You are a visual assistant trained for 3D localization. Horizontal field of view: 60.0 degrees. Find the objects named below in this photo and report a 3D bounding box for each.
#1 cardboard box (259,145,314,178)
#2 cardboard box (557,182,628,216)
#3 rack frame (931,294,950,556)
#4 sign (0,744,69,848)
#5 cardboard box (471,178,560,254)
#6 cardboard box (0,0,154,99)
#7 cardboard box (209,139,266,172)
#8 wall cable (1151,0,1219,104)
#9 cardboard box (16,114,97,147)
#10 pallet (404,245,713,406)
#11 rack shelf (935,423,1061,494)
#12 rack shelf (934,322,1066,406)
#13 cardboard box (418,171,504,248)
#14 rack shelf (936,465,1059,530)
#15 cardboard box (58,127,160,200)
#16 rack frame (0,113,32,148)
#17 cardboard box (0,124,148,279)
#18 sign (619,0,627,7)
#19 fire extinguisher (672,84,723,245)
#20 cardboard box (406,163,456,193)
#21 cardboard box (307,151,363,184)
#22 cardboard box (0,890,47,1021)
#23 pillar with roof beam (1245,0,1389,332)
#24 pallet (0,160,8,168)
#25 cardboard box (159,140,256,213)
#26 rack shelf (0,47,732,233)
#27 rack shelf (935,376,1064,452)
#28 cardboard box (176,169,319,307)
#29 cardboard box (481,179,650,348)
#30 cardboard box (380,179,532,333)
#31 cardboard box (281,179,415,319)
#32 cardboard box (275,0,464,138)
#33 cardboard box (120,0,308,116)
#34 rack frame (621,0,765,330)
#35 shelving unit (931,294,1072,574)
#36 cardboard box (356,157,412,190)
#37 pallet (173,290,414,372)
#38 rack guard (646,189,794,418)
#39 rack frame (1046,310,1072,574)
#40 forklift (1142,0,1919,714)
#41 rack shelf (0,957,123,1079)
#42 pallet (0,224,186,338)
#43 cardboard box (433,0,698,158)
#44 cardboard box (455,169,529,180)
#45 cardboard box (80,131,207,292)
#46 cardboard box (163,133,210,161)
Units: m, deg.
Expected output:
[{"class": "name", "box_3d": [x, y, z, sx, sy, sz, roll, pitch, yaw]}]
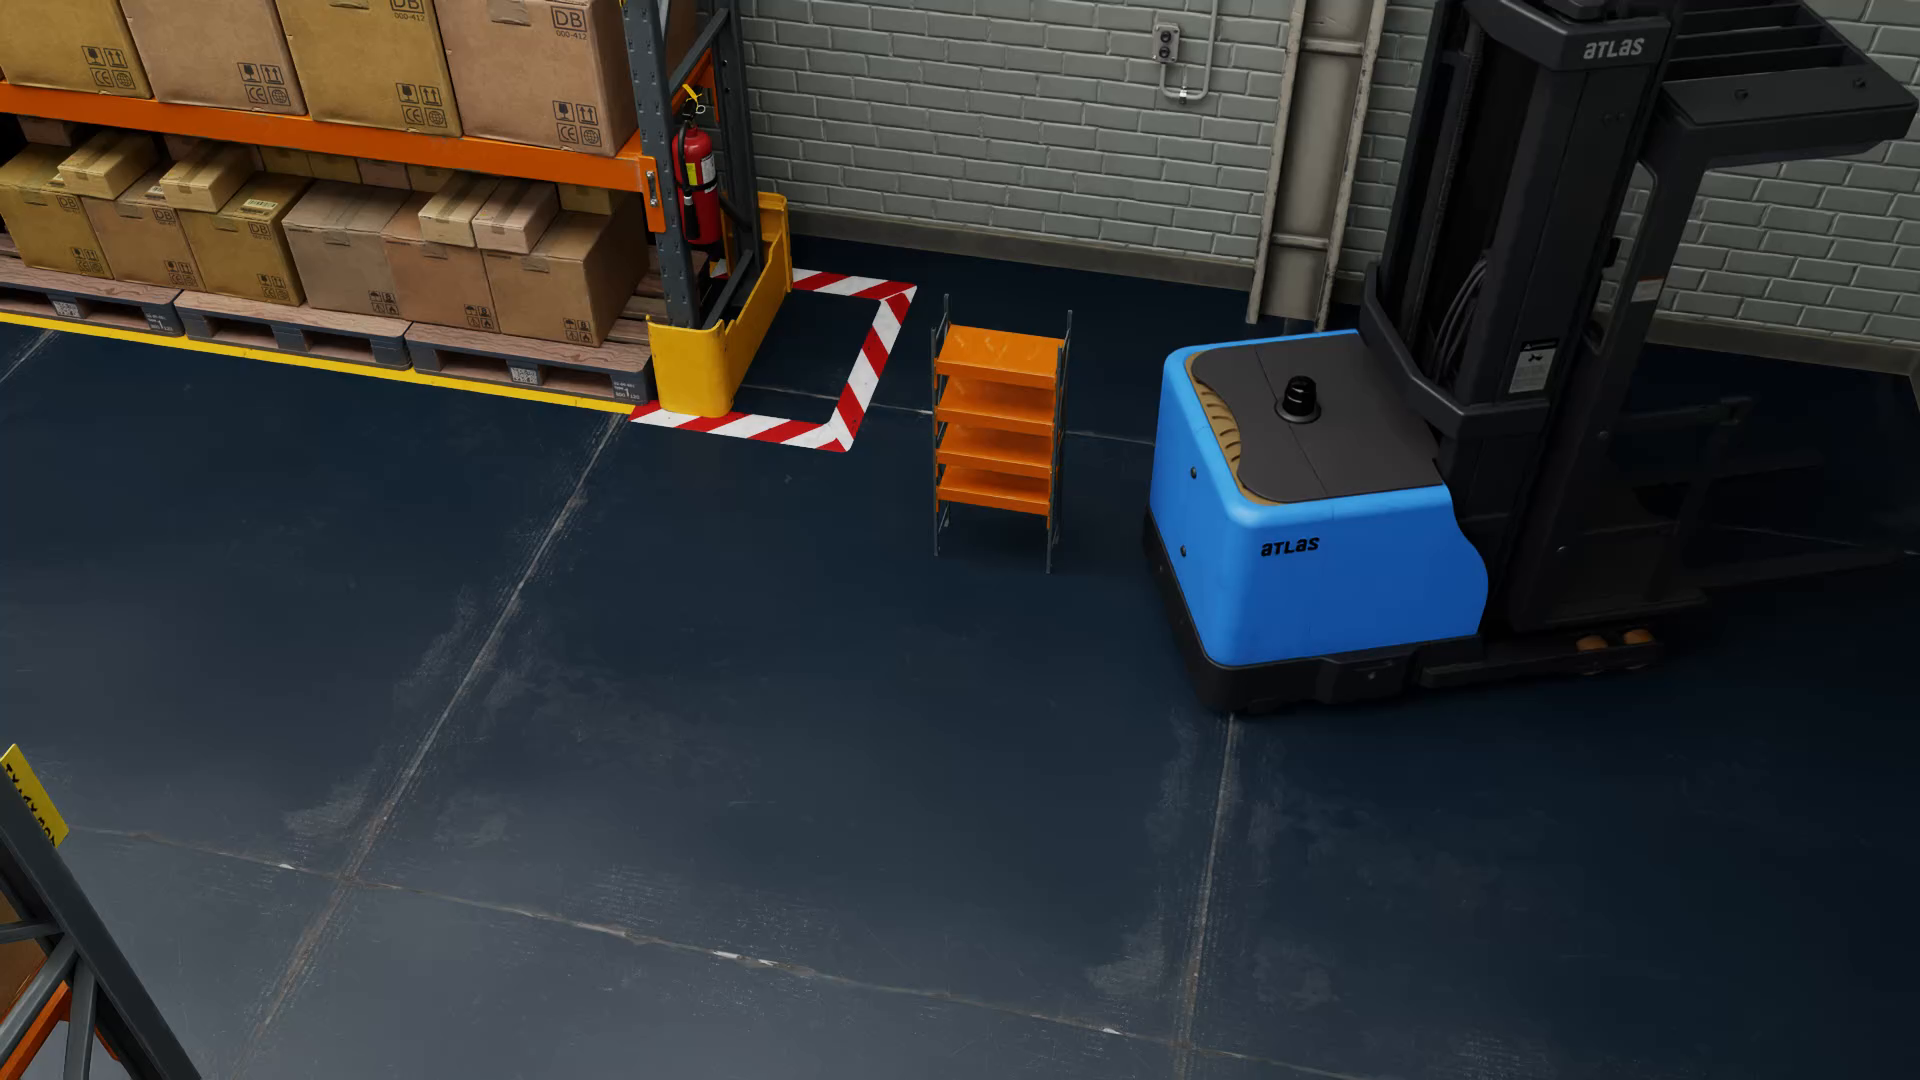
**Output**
[{"class": "cardboard box", "box_3d": [-3.188, -1.937, 8.092, 0.250, 0.149, 0.380, 8, 44, 8]}, {"class": "cardboard box", "box_3d": [-1.703, -1.708, 7.854, 0.250, 0.149, 0.380, 9, 45, 9]}, {"class": "rack frame", "box_3d": [-0.077, -0.444, 6.806, 0.015, 1.200, 0.240, 9, 45, 9]}, {"class": "sign", "box_3d": [-2.124, 0.605, 3.794, 0.005, 0.325, 0.100, 9, 45, 9]}, {"class": "cardboard box", "box_3d": [-2.034, -1.488, 7.625, 0.250, 0.149, 0.380, 8, 45, 9]}, {"class": "cardboard box", "box_3d": [-3.831, -2.575, 7.506, 0.700, 0.700, 0.980, 8, 44, 8]}, {"class": "cardboard box", "box_3d": [-3.440, -1.976, 8.132, 0.250, 0.149, 0.380, 9, 45, 9]}, {"class": "wall cable", "box_3d": [0.292, -2.881, 7.308, 1.851, 1.984, 0.084, 9, 45, 9]}, {"class": "cardboard box", "box_3d": [-4.458, -2.133, 8.295, 0.250, 0.149, 0.380, 9, 45, 9]}, {"class": "pallet", "box_3d": [-1.961, -1.132, 8.234, 1.213, 0.211, 1.003, 9, 45, 9]}, {"class": "rack shelf", "box_3d": [0.162, -0.359, 6.815, 0.480, 0.148, 0.258, 9, 45, 9]}, {"class": "rack shelf", "box_3d": [0.162, -0.690, 6.495, 0.480, 0.148, 0.258, 9, 45, 9]}, {"class": "cardboard box", "box_3d": [-2.284, -1.526, 7.664, 0.250, 0.149, 0.380, 10, 45, 10]}, {"class": "rack shelf", "box_3d": [0.162, -0.216, 6.952, 0.480, 0.148, 0.258, 9, 45, 9]}, {"class": "cardboard box", "box_3d": [-4.066, -1.801, 7.950, 0.250, 0.149, 0.380, 10, 45, 10]}, {"class": "rack frame", "box_3d": [-5.068, -2.675, 7.826, 0.127, 3.000, 1.000, 9, 45, 9]}, {"class": "cardboard box", "box_3d": [-4.360, -1.743, 8.357, 0.500, 0.500, 0.700, 9, 45, 10]}, {"class": "sign", "box_3d": [-1.296, -2.206, 6.333, 0.005, 0.325, 0.100, 9, 45, 9]}, {"class": "fire extinguisher", "box_3d": [-1.118, -1.572, 7.004, 0.183, 0.674, 0.296, 9, 45, 9]}, {"class": "cardboard box", "box_3d": [-2.442, -1.822, 7.972, 0.250, 0.149, 0.380, 9, 45, 9]}, {"class": "cardboard box", "box_3d": [-2.941, -1.899, 8.052, 0.250, 0.149, 0.380, 9, 45, 9]}, {"class": "cardboard box", "box_3d": [-2.618, 1.002, 3.934, 0.500, 0.500, 0.500, 10, 45, 10]}, {"class": "pillar with roof beam", "box_3d": [0.720, -1.493, 2.273, 0.400, 9.000, 9.100, 9, 45, 9]}, {"class": "pallet", "box_3d": [-5.837, -1.736, 8.861, 1.213, 0.211, 1.003, 9, 45, 9]}, {"class": "cardboard box", "box_3d": [-3.556, -1.722, 7.868, 0.250, 0.149, 0.380, 8, 44, 8]}, {"class": "rack shelf", "box_3d": [-3.116, -2.113, 7.761, 4.000, 0.370, 1.077, 9, 45, 9]}, {"class": "rack shelf", "box_3d": [0.162, -0.520, 6.659, 0.480, 0.148, 0.258, 9, 45, 9]}, {"class": "cardboard box", "box_3d": [-3.370, -1.585, 8.194, 0.500, 0.500, 0.700, 10, 45, 10]}, {"class": "cardboard box", "box_3d": [-1.869, -1.358, 7.958, 0.500, 0.500, 0.700, 9, 45, 9]}, {"class": "cardboard box", "box_3d": [-2.357, -1.434, 8.036, 0.500, 0.500, 0.700, 9, 45, 9]}, {"class": "cardboard box", "box_3d": [-2.848, -1.509, 8.115, 0.500, 0.500, 0.700, 7, 44, 8]}, {"class": "cardboard box", "box_3d": [-2.376, -2.350, 7.272, 0.700, 0.700, 0.980, 8, 45, 9]}, {"class": "cardboard box", "box_3d": [-3.118, -2.472, 7.399, 0.700, 0.700, 0.980, 7, 44, 7]}, {"class": "rack frame", "box_3d": [-1.164, -2.069, 7.196, 0.127, 3.000, 1.000, 9, 45, 9]}, {"class": "shelving unit", "box_3d": [0.162, -0.407, 6.768, 0.503, 1.200, 0.258, 9, 45, 9]}, {"class": "cardboard box", "box_3d": [-2.690, -1.860, 8.012, 0.250, 0.149, 0.380, 9, 45, 10]}, {"class": "pallet", "box_3d": [-3.148, -1.319, 8.428, 1.213, 0.211, 1.003, 9, 45, 9]}, {"class": "rack guard", "box_3d": [-1.141, -1.165, 8.060, 0.348, 0.500, 1.175, 9, 45, 9]}, {"class": "rack frame", "box_3d": [0.400, -0.370, 6.730, 0.015, 1.200, 0.240, 9, 45, 9]}, {"class": "forklift", "box_3d": [2.341, -0.873, 6.003, 3.031, 2.935, 1.130, -7, 44, -7]}, {"class": "rack shelf", "box_3d": [-4.194, 1.240, 4.277, 4.000, 0.370, 1.077, 9, 45, 9]}, {"class": "pallet", "box_3d": [-4.343, -1.502, 8.618, 1.213, 0.211, 1.003, 9, 45, 9]}, {"class": "cardboard box", "box_3d": [-1.664, -2.247, 7.166, 0.700, 0.700, 0.980, 11, 45, 11]}, {"class": "cardboard box", "box_3d": [-2.198, -1.784, 7.933, 0.250, 0.149, 0.380, 9, 45, 9]}, {"class": "cardboard box", "box_3d": [-3.871, -1.664, 8.276, 0.500, 0.500, 0.700, 8, 45, 9]}, {"class": "cardboard box", "box_3d": [-3.686, -2.015, 8.172, 0.250, 0.149, 0.380, 8, 44, 8]}]
